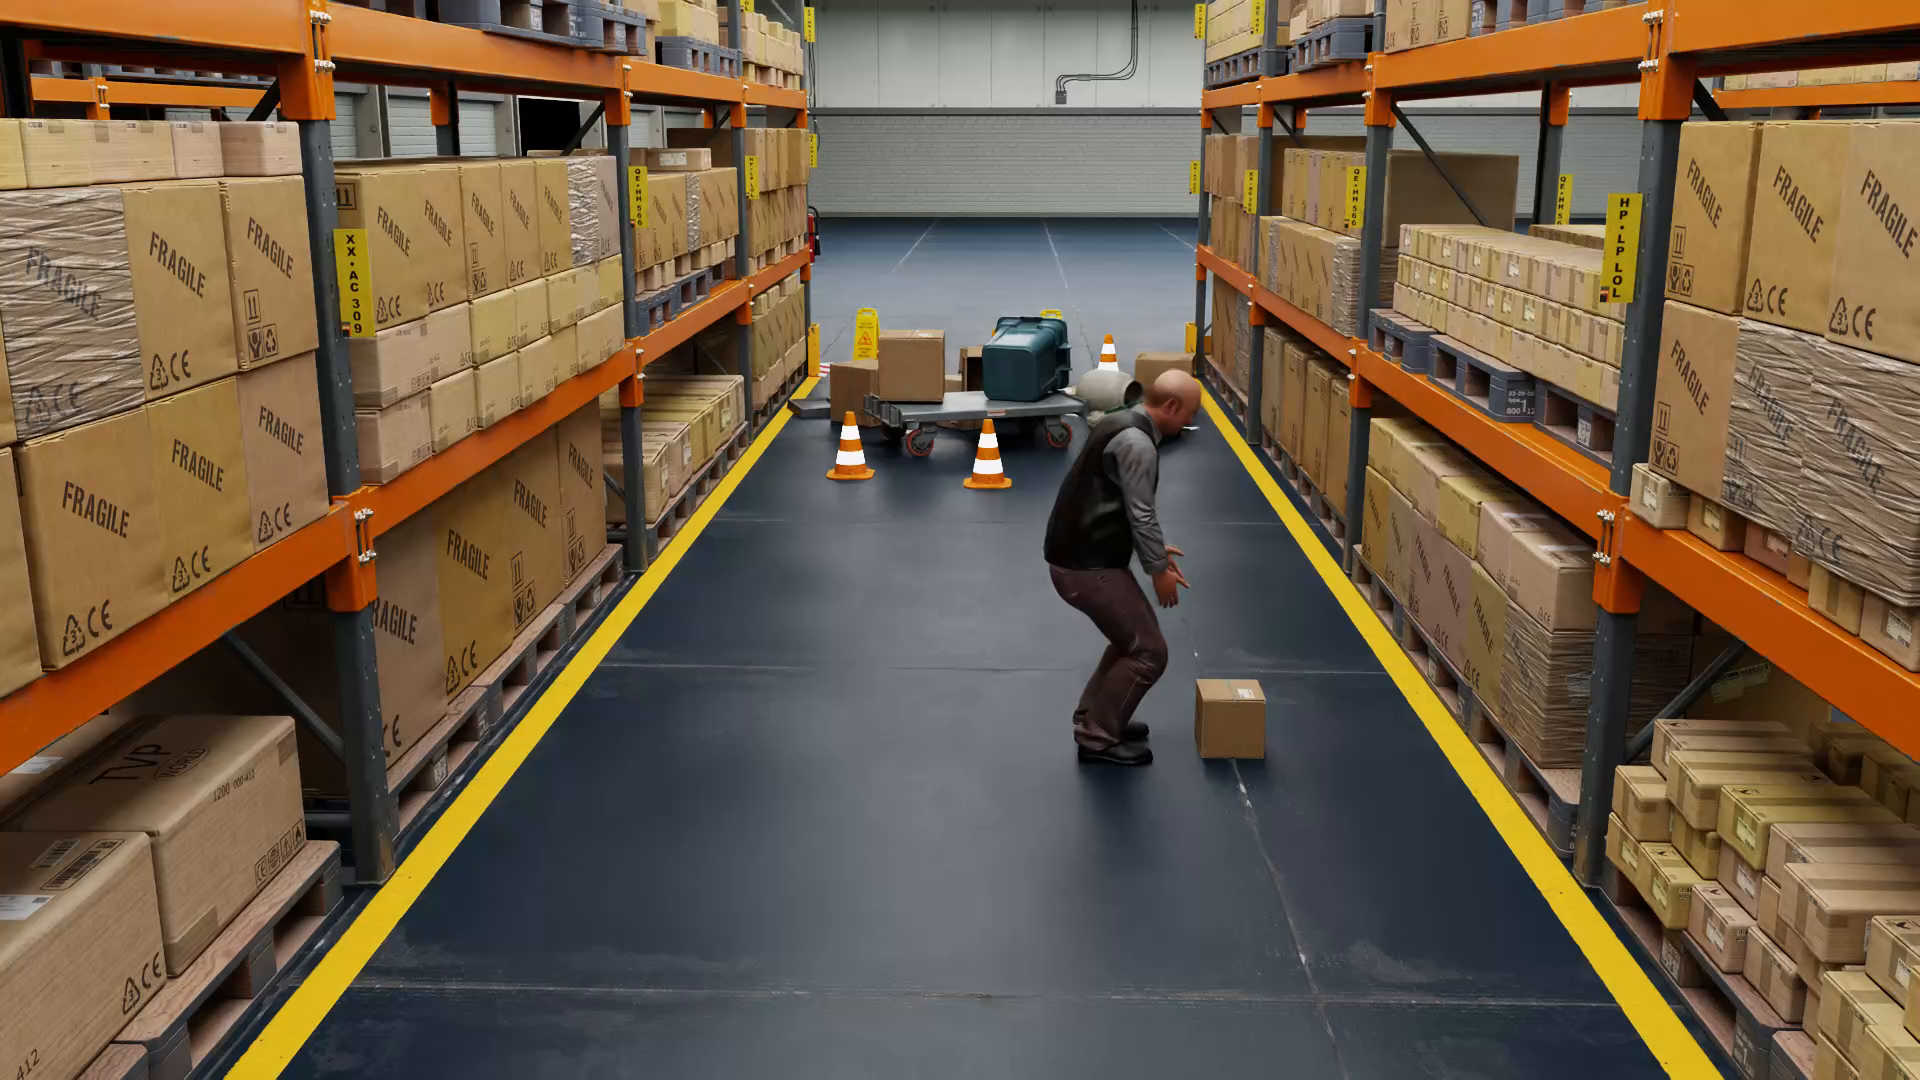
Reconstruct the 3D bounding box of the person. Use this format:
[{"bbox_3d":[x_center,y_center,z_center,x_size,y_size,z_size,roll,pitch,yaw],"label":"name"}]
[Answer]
[{"bbox_3d":[0.630,0.091,6.587,0.602,1.538,0.586,1,14,2],"label":"person"}]
